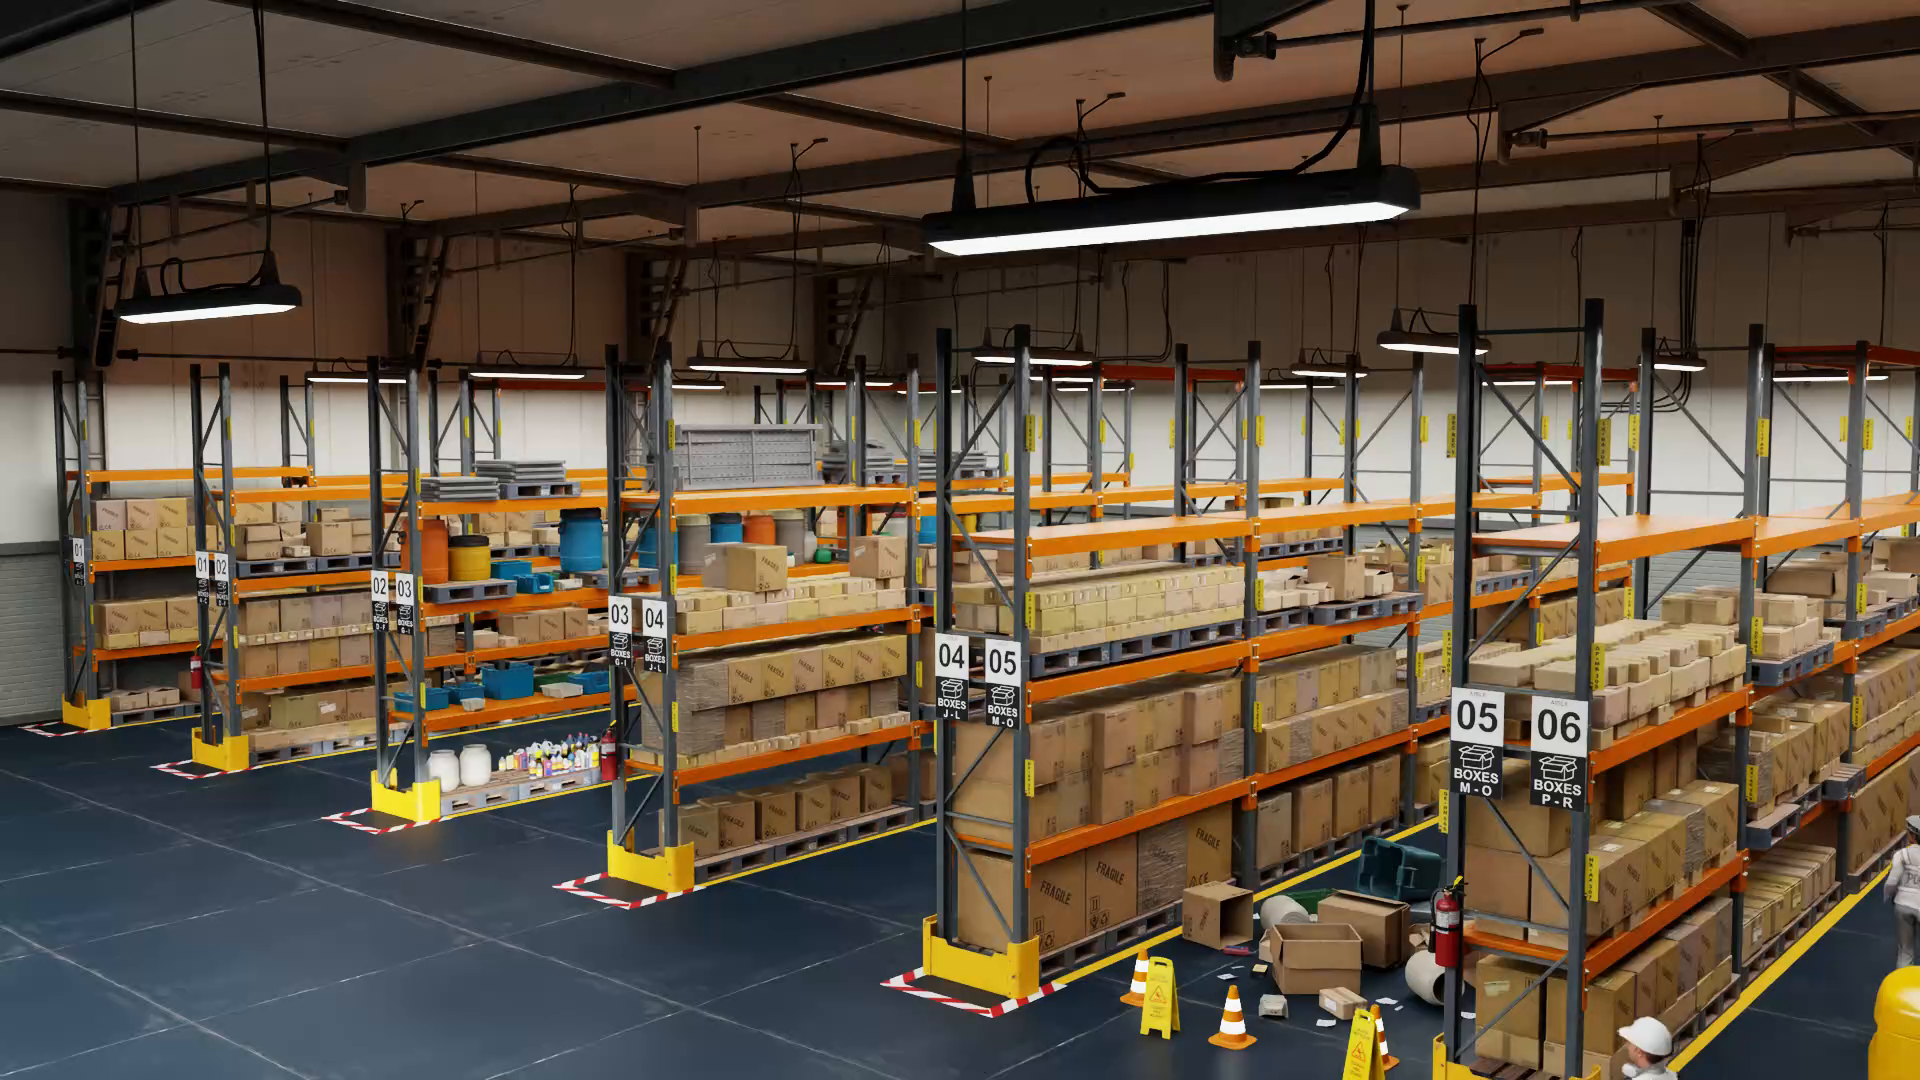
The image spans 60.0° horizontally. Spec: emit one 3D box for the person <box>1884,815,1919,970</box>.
[{"bbox_3d":[8.461,3.301,14.693,0.642,1.708,0.597,4,6,44],"label":"person"}]

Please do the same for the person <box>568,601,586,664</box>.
[{"bbox_3d":[-7.414,1.993,31.844,0.550,1.716,0.530,-1,4,-16],"label":"person"}]

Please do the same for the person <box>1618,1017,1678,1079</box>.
[{"bbox_3d":[3.915,3.610,9.573,1.028,1.741,0.504,2,5,25],"label":"person"}]
